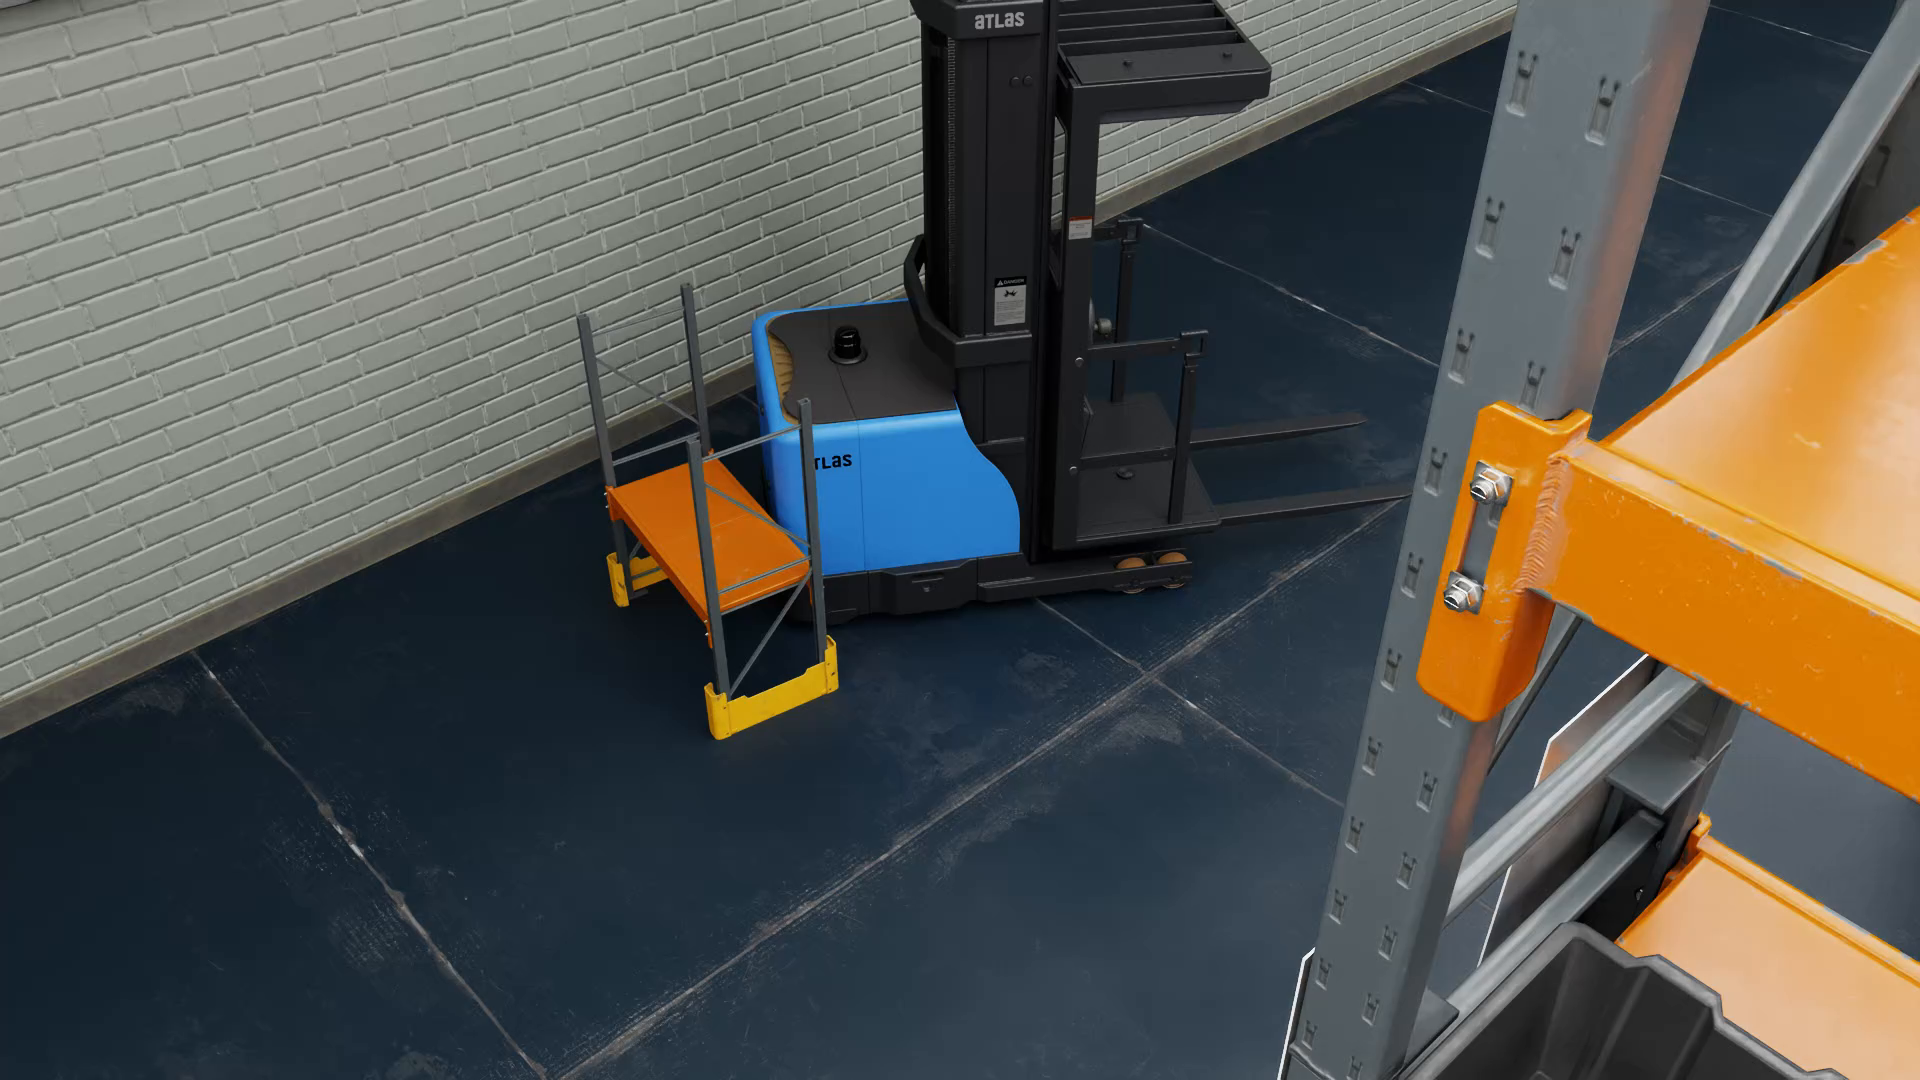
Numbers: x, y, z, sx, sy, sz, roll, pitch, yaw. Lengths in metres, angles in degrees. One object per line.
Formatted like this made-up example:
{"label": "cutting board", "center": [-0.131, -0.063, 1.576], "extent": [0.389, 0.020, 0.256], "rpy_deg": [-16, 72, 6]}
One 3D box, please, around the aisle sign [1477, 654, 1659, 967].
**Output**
{"label": "aisle sign", "center": [1.033, 0.524, 2.852], "extent": [0.394, 0.787, 0.004], "rpy_deg": [-30, 48, -32]}

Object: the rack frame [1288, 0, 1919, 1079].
{"label": "rack frame", "center": [0.866, -0.640, 1.589], "extent": [1.000, 3.000, 0.127], "rpy_deg": [-30, 48, -32]}

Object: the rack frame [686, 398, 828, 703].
{"label": "rack frame", "center": [-0.775, 0.143, 6.587], "extent": [0.500, 1.500, 0.032], "rpy_deg": [-22, 44, -25]}

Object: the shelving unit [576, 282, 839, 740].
{"label": "shelving unit", "center": [-1.055, -0.131, 6.926], "extent": [0.587, 1.500, 1.083], "rpy_deg": [-22, 44, -25]}

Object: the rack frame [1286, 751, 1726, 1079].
{"label": "rack frame", "center": [0.866, 1.694, 3.474], "extent": [1.000, 3.000, 0.127], "rpy_deg": [-30, 48, -32]}

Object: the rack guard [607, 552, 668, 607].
{"label": "rack guard", "center": [-1.324, 0.092, 7.644], "extent": [0.587, 0.250, 0.087], "rpy_deg": [-22, 44, -25]}

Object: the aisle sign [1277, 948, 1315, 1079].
{"label": "aisle sign", "center": [0.598, 0.775, 2.542], "extent": [0.394, 0.787, 0.004], "rpy_deg": [-30, 48, -32]}

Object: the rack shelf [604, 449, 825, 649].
{"label": "rack shelf", "center": [-1.050, 0.014, 7.033], "extent": [0.538, 0.185, 1.000], "rpy_deg": [-22, 44, -25]}

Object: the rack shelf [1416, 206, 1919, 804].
{"label": "rack shelf", "center": [2.218, 0.721, 0.794], "extent": [1.077, 0.370, 4.000], "rpy_deg": [-30, 48, -32]}

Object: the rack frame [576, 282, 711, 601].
{"label": "rack frame", "center": [-1.325, -0.395, 7.252], "extent": [0.500, 1.500, 0.032], "rpy_deg": [-22, 44, -25]}

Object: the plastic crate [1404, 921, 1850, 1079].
{"label": "plastic crate", "center": [0.921, 0.874, 2.205], "extent": [0.497, 0.269, 0.590], "rpy_deg": [-30, 48, -32]}

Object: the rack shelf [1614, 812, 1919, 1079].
{"label": "rack shelf", "center": [2.218, 1.732, 1.611], "extent": [1.077, 0.370, 4.000], "rpy_deg": [-30, 48, -32]}

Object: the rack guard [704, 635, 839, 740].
{"label": "rack guard", "center": [-0.786, 0.619, 6.993], "extent": [0.587, 0.250, 0.087], "rpy_deg": [-22, 44, -25]}

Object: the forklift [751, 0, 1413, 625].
{"label": "forklift", "center": [0.611, -1.215, 7.129], "extent": [3.031, 2.935, 1.130], "rpy_deg": [-7, 39, -9]}
